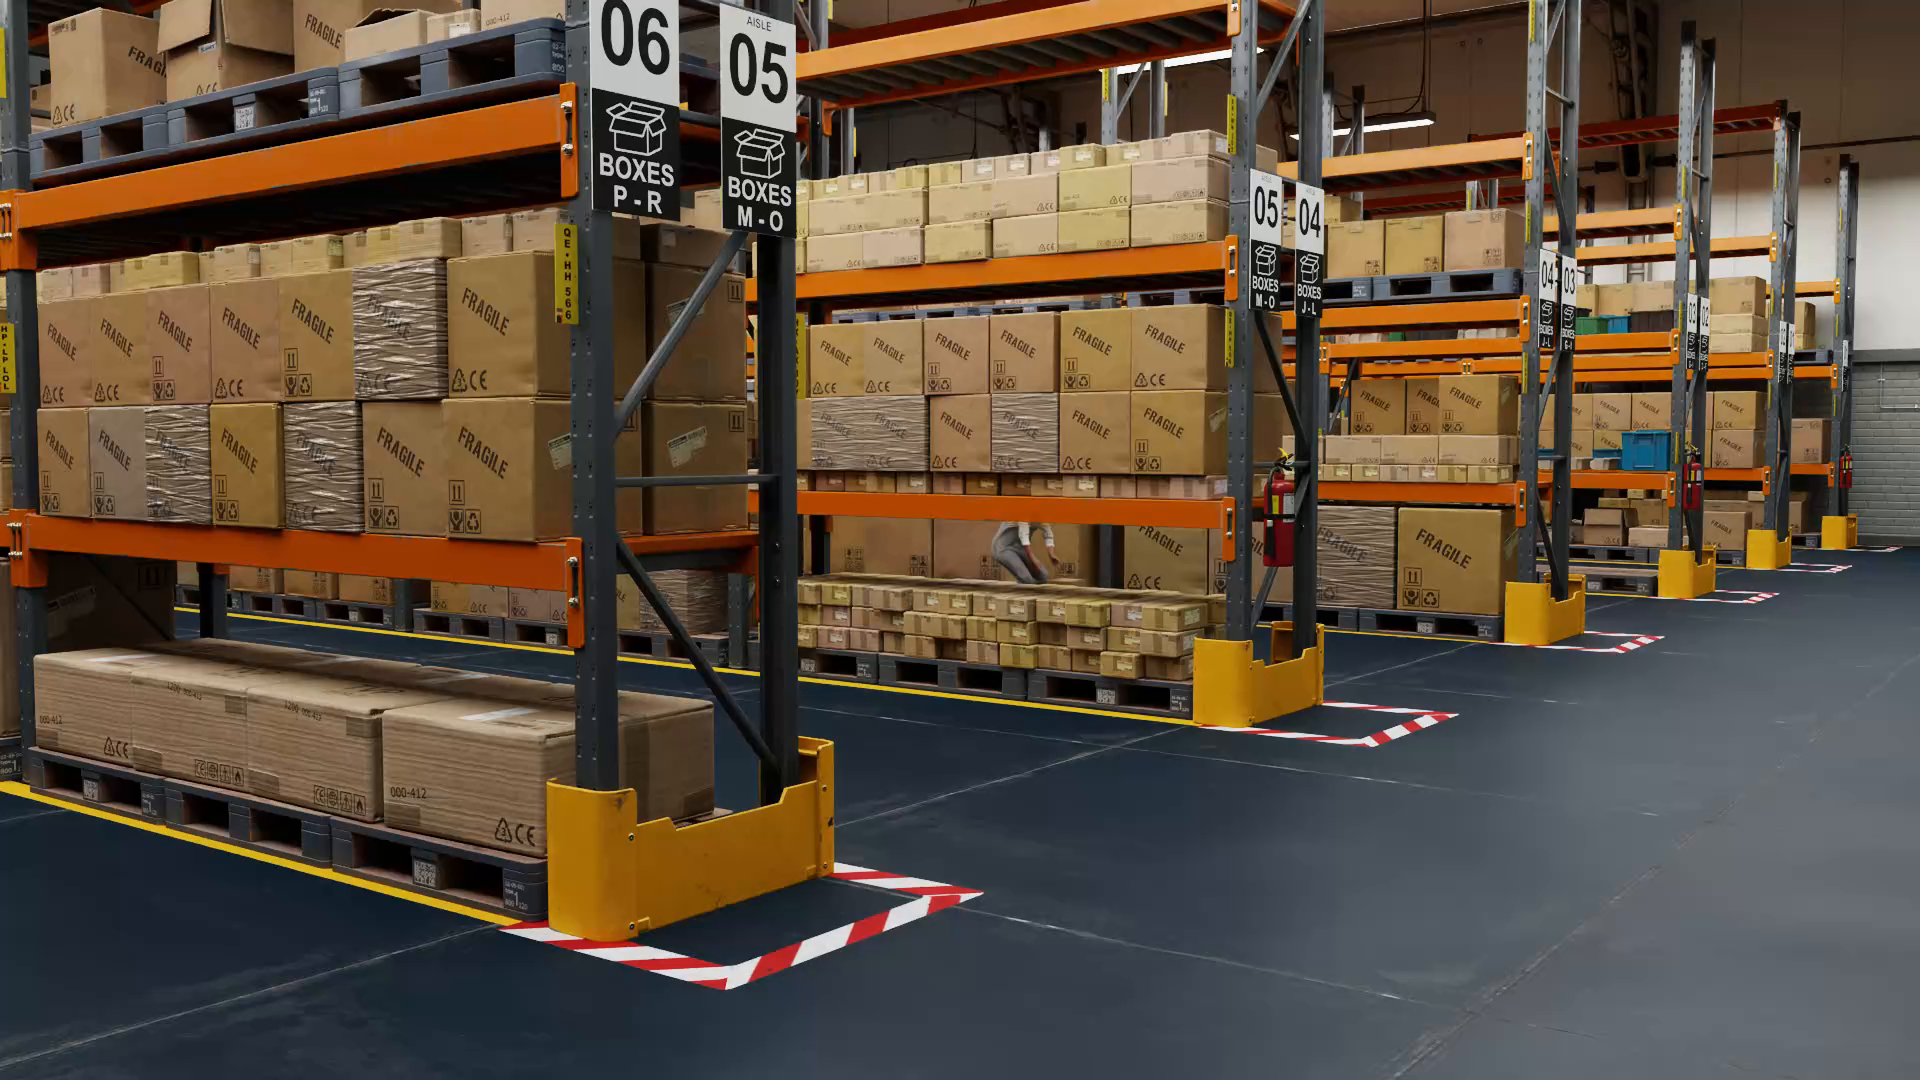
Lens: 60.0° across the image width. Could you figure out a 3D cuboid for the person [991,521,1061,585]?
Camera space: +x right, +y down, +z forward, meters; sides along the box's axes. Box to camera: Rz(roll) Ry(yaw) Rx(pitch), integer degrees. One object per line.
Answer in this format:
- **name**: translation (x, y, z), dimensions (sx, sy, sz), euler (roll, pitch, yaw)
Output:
- **person**: translation (0.594, 0.122, 14.685), dimensions (0.639, 1.325, 0.462), euler (2, 4, 36)
